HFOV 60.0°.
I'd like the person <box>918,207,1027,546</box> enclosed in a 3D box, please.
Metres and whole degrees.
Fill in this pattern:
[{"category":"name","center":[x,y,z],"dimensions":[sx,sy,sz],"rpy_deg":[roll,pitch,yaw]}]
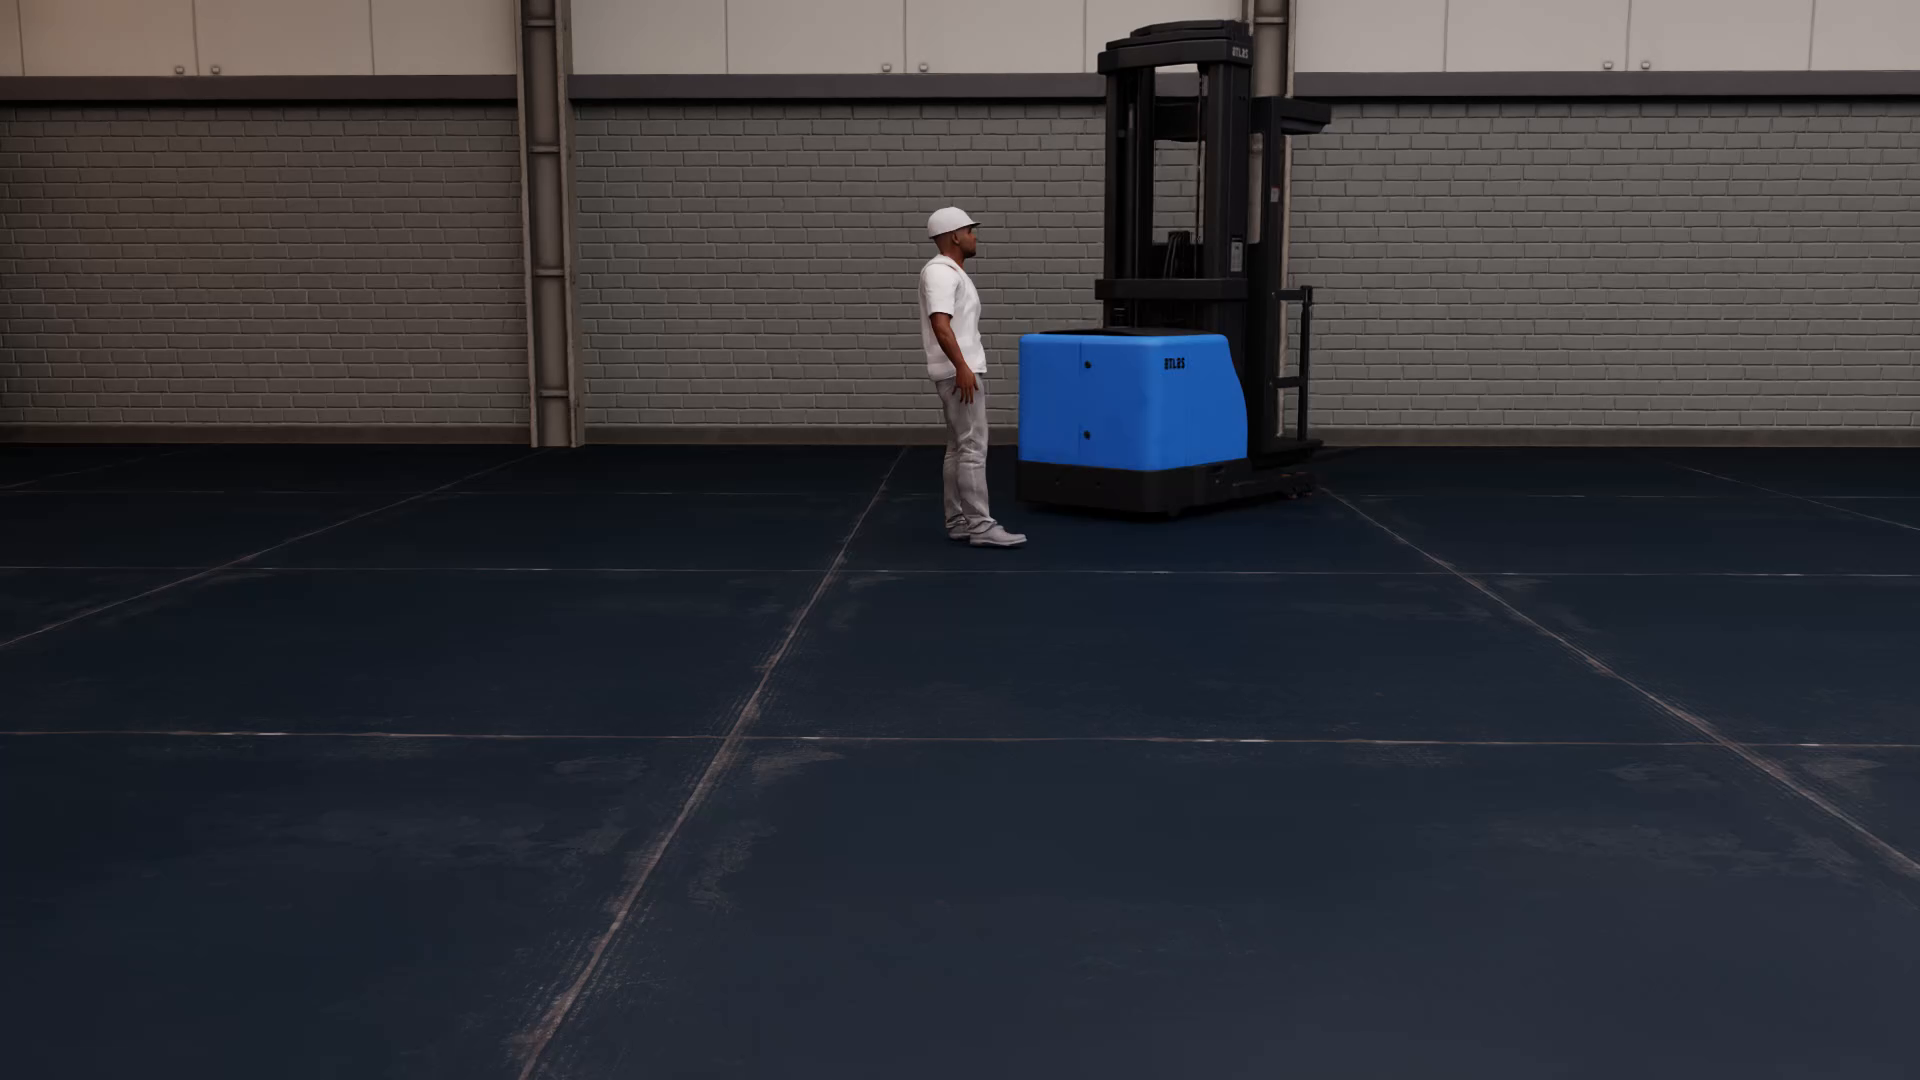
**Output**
[{"category":"person","center":[0.069,-0.879,8.860],"dimensions":[0.577,1.765,0.666],"rpy_deg":[0,9,1]}]

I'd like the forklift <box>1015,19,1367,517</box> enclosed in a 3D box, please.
[{"category":"forklift","center":[1.677,-1.753,10.770],"dimensions":[1.130,2.935,3.031],"rpy_deg":[7,11,40]}]
